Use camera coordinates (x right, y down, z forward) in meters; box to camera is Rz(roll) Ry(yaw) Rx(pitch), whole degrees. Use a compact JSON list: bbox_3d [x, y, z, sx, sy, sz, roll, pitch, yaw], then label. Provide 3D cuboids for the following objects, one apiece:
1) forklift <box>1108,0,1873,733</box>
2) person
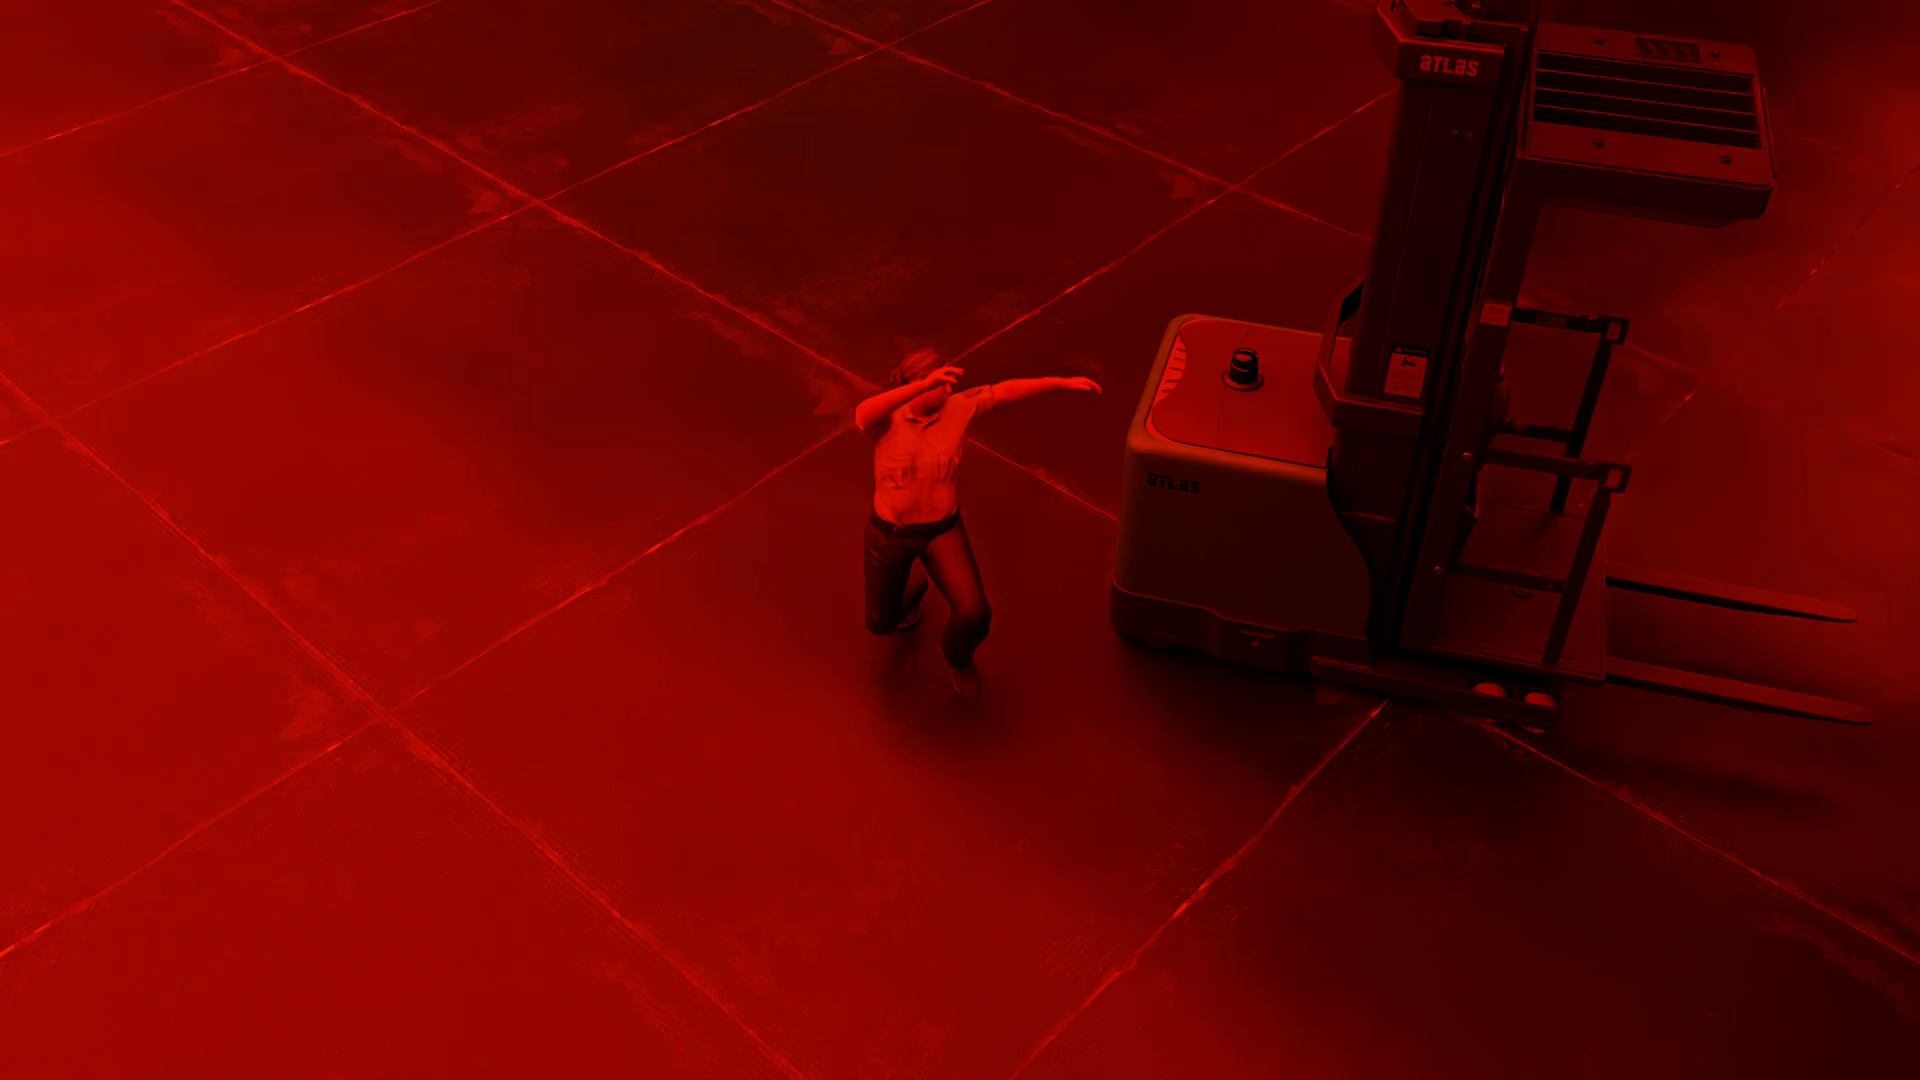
[{"bbox_3d":[2.216,-0.717,6.264,3.031,2.935,1.130,11,42,13],"label":"forklift"},{"bbox_3d":[0.107,-0.084,6.673,1.021,1.509,0.815,-5,41,-6],"label":"person"}]
